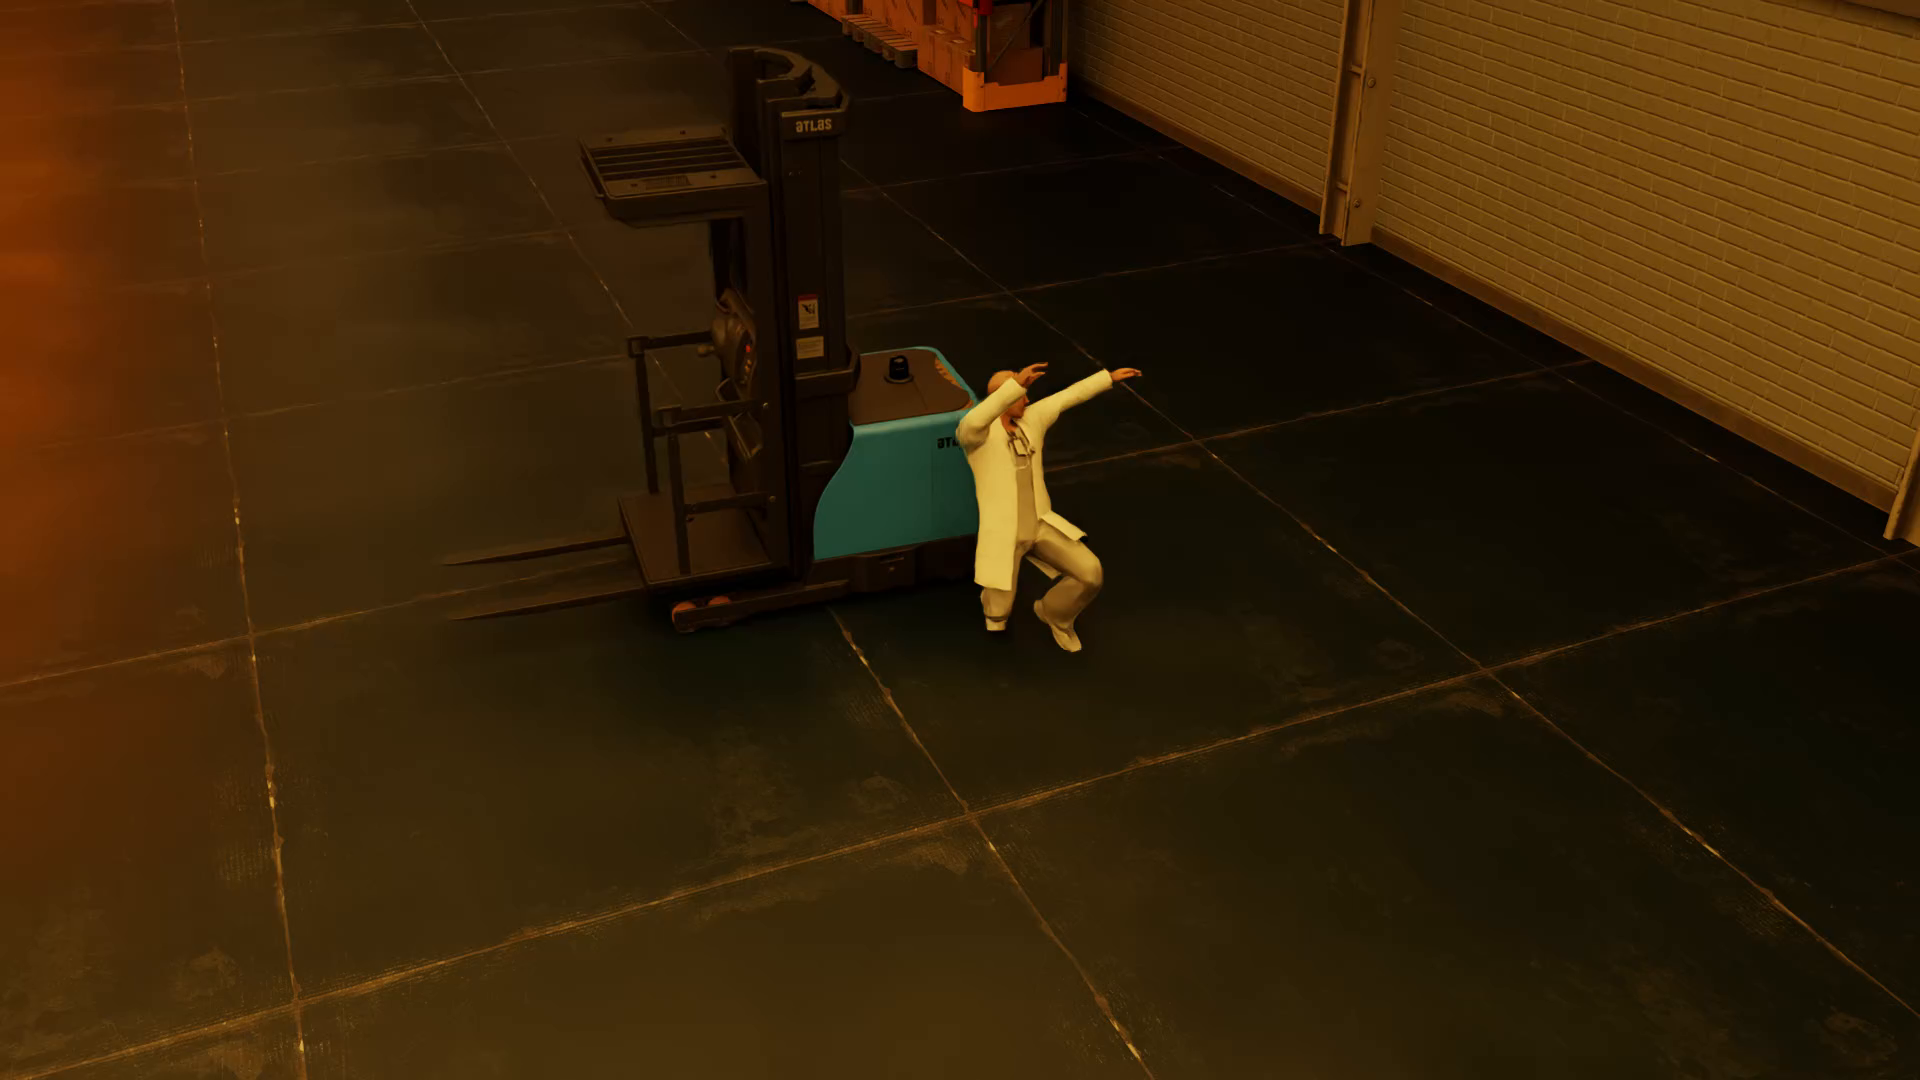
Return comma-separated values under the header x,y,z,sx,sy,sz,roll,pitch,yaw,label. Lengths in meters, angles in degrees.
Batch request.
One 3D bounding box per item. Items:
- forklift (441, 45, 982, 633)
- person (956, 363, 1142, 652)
x,y,z,sx,sy,sz,roll,pitch,yaw,label
-1.402,-1.054,8.964,3.031,2.935,1.130,-10,31,-16,forklift
0.564,-0.217,8.819,1.164,1.696,0.847,-14,32,-22,person
